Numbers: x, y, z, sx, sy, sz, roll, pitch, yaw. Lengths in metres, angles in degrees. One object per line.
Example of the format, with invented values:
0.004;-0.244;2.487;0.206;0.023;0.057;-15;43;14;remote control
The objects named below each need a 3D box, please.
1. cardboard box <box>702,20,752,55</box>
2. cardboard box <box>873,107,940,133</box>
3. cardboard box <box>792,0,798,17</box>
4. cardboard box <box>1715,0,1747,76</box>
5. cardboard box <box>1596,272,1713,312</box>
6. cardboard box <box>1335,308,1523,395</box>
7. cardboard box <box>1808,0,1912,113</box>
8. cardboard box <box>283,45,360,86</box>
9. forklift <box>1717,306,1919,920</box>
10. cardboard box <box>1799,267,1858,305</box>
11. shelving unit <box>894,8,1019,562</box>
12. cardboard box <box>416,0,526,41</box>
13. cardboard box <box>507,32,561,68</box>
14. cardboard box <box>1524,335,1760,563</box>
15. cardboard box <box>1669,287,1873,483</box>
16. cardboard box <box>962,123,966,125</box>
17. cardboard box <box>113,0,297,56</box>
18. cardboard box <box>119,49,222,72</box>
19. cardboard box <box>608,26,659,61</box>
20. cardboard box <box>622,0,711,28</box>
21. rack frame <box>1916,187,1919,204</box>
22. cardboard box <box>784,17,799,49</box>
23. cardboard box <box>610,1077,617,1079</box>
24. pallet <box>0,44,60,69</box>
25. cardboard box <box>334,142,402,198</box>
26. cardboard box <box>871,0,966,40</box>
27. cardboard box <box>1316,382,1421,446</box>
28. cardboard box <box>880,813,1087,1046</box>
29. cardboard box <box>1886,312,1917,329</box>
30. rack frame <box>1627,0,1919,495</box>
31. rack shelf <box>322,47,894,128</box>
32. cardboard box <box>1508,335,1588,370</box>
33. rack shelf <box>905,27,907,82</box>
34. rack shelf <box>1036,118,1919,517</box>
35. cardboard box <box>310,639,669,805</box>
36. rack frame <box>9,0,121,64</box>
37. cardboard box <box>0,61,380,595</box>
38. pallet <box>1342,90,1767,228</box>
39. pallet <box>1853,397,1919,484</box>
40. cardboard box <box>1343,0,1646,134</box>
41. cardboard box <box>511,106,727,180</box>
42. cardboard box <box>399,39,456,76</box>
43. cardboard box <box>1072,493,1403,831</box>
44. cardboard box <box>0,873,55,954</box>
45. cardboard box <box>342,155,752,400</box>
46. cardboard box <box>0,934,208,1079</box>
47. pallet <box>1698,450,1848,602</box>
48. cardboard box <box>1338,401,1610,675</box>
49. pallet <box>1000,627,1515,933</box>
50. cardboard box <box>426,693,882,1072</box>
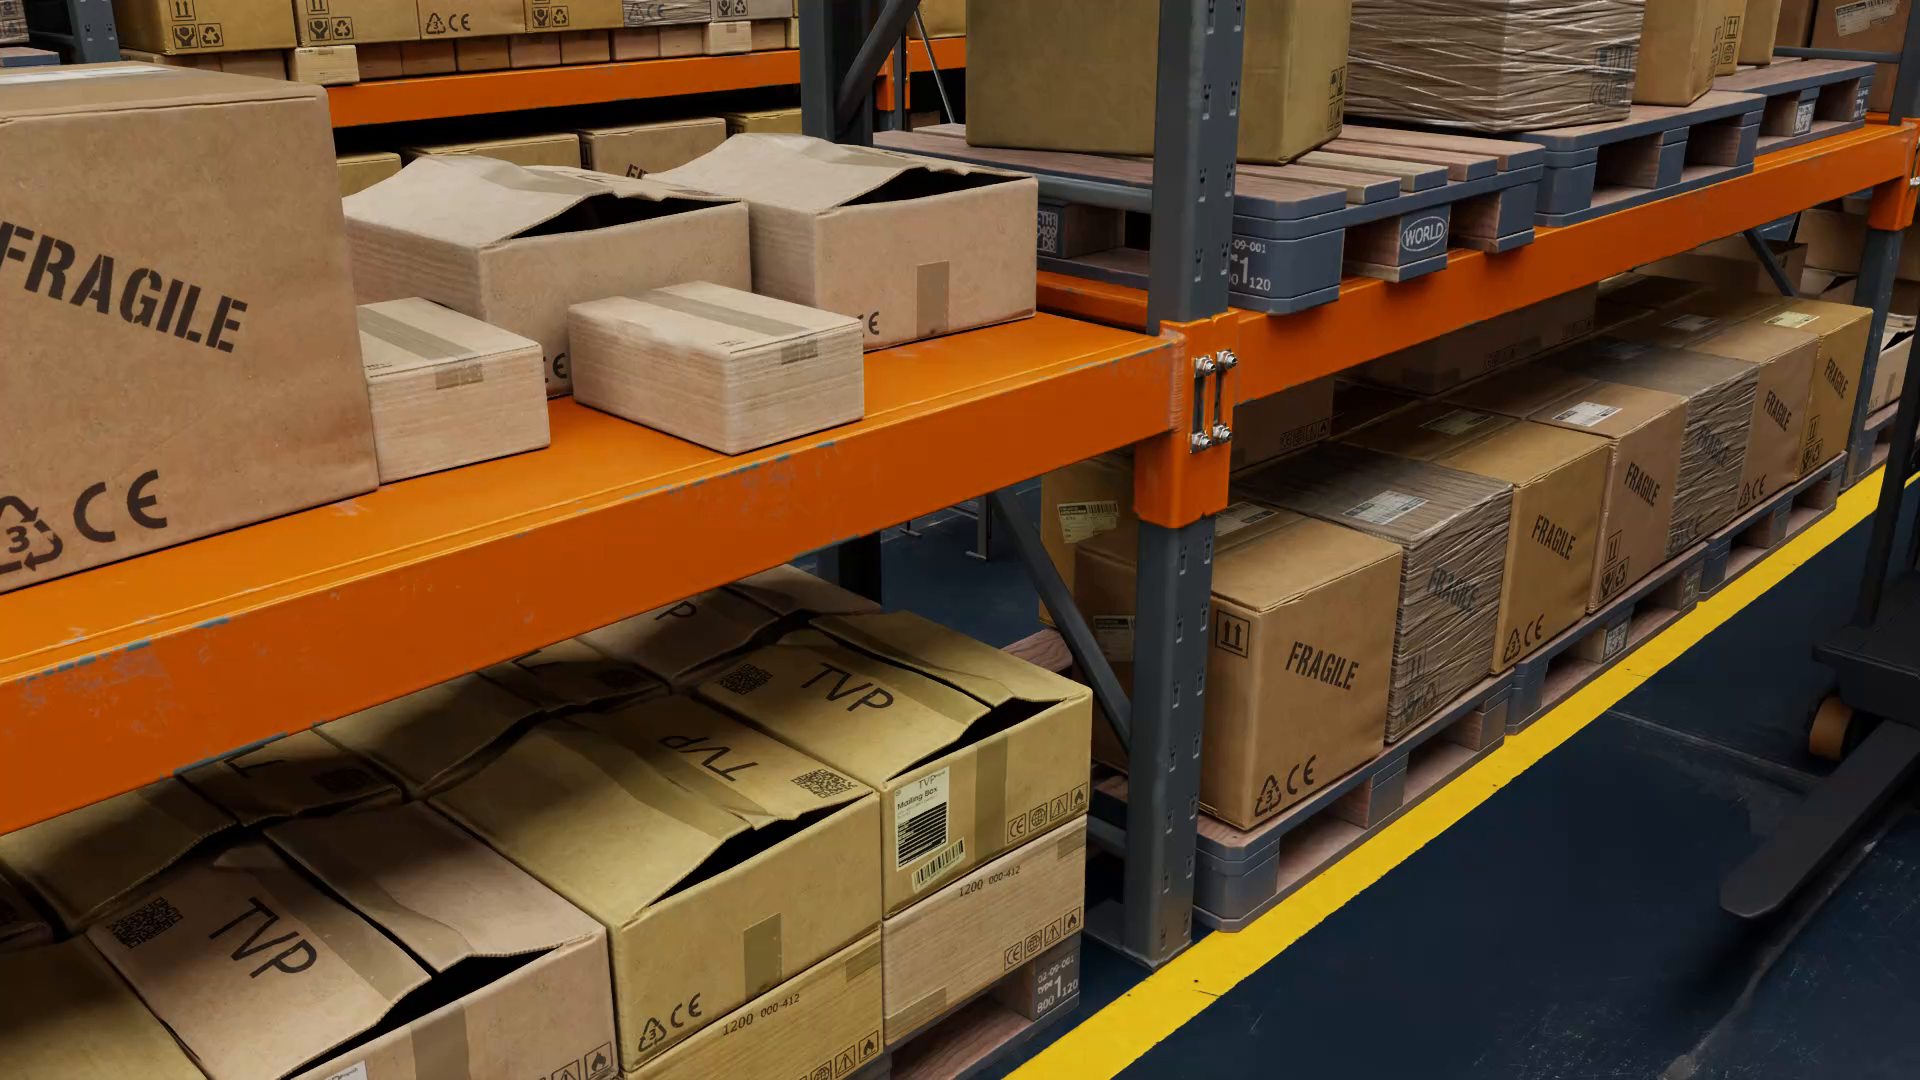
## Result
-1.236;-2.468;8.138;0.380;0.149;0.250;19;28;41;cardboard box
-0.337;-2.454;9.773;0.380;0.149;0.250;19;28;40;cardboard box
-0.830;-2.956;8.502;0.500;0.500;0.500;19;28;40;cardboard box
1.938;-1.688;5.061;0.500;0.500;0.700;-15;26;-34;cardboard box
2.351;-0.679;6.032;0.500;0.500;0.500;18;27;38;cardboard box
1.304;-0.643;4.893;0.500;0.250;0.500;19;28;40;cardboard box
3.414;-1.814;5.973;0.500;0.500;0.500;-19;28;-41;cardboard box
-2.655;-1.943;6.771;0.250;0.149;0.380;-19;28;-40;cardboard box
2.732;-0.771;3.496;1.130;2.935;3.031;19;28;41;forklift
3.581;-1.065;7.298;0.500;0.311;0.500;19;28;41;cardboard box
0.115;-1.023;5.309;0.431;2.100;0.503;19;28;41;shelving unit
-2.238;-2.430;7.134;0.500;0.500;0.500;19;28;40;cardboard box
-2.021;-2.230;7.519;0.380;0.149;0.250;19;28;41;cardboard box
2.024;-0.290;5.020;0.500;0.500;0.500;20;29;41;cardboard box
2.725;-0.544;5.680;0.500;0.500;0.500;19;28;40;cardboard box
0.260;-2.267;10.191;0.700;0.500;0.500;19;28;40;cardboard box
-2.957;-2.170;6.458;0.500;0.500;0.500;-19;28;-40;cardboard box
-3.083;-1.833;6.486;0.380;0.149;0.250;19;28;40;cardboard box
-1.639;-2.362;7.860;0.380;0.149;0.250;18;28;39;cardboard box
-1.535;-2.695;7.824;0.500;0.500;0.500;19;28;41;cardboard box
5.654;-2.732;8.502;1.000;3.000;0.127;19;28;41;rack frame
-0.880;-2.606;8.497;0.250;0.149;0.380;-20;28;-41;cardboard box
-0.829;0.870;2.378;0.500;0.250;0.500;-19;28;-41;cardboard box
-3.900;-1.615;5.864;1.213;0.211;1.003;19;28;41;pallet
-2.872;-1.263;7.092;0.750;0.750;0.750;19;28;40;cardboard box
-0.298;-3.218;9.349;0.700;0.700;0.980;-20;28;-41;cardboard box
0.919;-0.146;4.646;0.500;0.500;0.500;18;27;39;cardboard box
-0.119;0.608;3.059;0.500;0.250;0.500;-19;28;-41;cardboard box
3.908;-0.865;6.981;0.380;0.166;0.250;19;28;41;cardboard box
2.864;-1.704;5.827;1.000;3.000;0.127;19;28;41;rack frame
-2.084;-2.093;7.842;1.077;0.370;4.000;19;28;41;rack shelf
1.633;-0.413;5.338;0.500;0.500;0.500;20;29;41;cardboard box
0.115;-1.663;5.062;0.431;0.518;0.480;19;28;41;rack shelf
1.468;-0.854;4.619;1.077;0.370;4.000;19;28;41;rack shelf
-0.863;0.348;2.953;0.500;0.311;0.500;18;28;39;cardboard box
-3.479;-1.915;6.375;1.000;3.000;0.127;19;28;41;rack frame
-1.086;-0.287;2.001;0.500;0.500;0.500;17;27;38;cardboard box
1.426;-1.087;4.490;1.003;0.211;1.213;19;28;41;pallet
3.343;-0.579;6.786;1.003;0.211;1.213;19;28;41;pallet
1.206;-1.296;4.041;0.500;0.500;0.700;-14;25;-32;cardboard box
-1.667;-1.707;8.245;0.750;0.750;0.750;-19;28;-40;cardboard box
-2.393;-2.108;7.199;0.250;0.149;0.380;-19;28;-41;cardboard box
0.595;0.240;3.640;0.500;0.500;0.500;-19;28;-40;cardboard box
-1.579;0.611;2.270;0.500;0.311;0.500;19;28;40;cardboard box
-0.690;-0.453;2.696;0.500;0.311;0.500;19;28;40;cardboard box
-1.179;0.739;1.937;0.500;0.311;0.500;-19;28;-41;cardboard box
2.323;-0.184;5.759;1.003;0.211;1.213;19;28;41;pallet
1.310;-0.024;4.326;0.500;0.500;0.500;19;28;40;cardboard box
0.621;0.443;4.127;1.003;0.211;1.213;19;28;41;pallet
-0.474;0.481;2.607;0.500;0.311;0.500;19;28;40;cardboard box
